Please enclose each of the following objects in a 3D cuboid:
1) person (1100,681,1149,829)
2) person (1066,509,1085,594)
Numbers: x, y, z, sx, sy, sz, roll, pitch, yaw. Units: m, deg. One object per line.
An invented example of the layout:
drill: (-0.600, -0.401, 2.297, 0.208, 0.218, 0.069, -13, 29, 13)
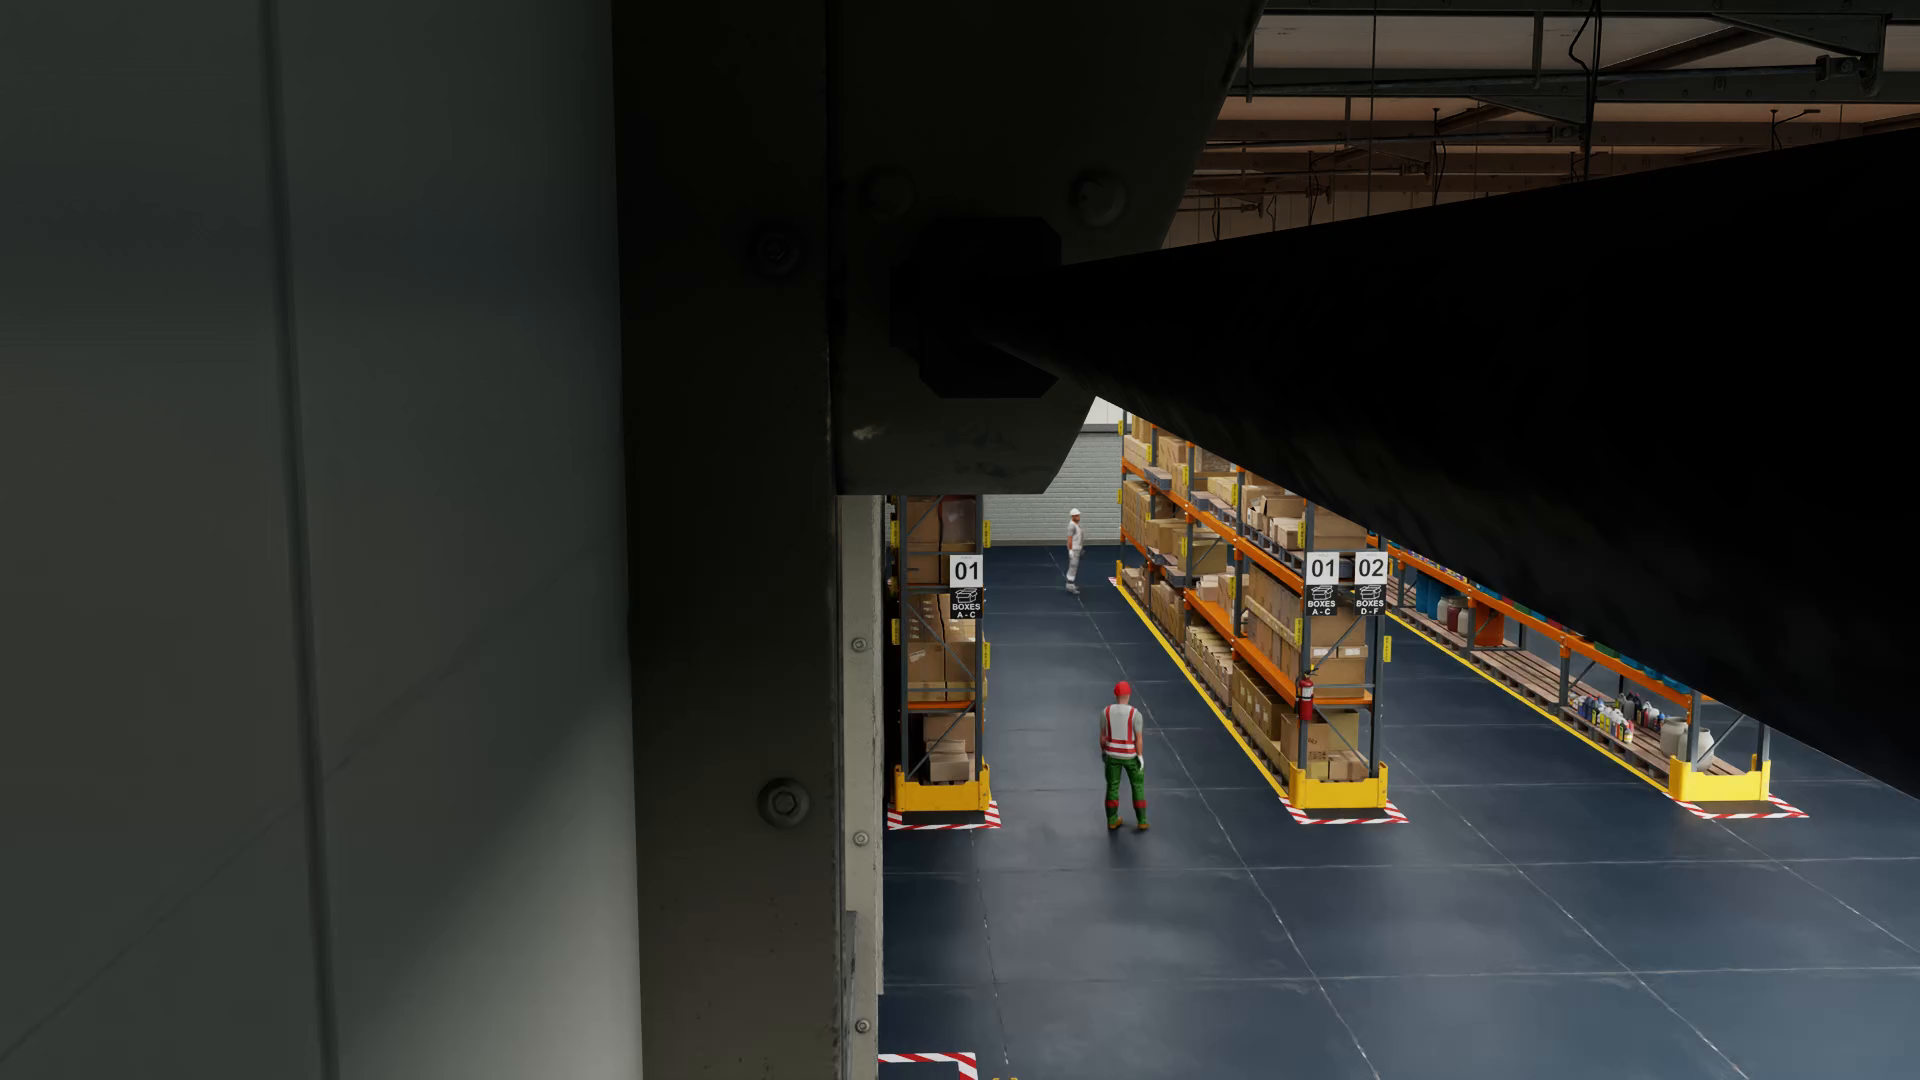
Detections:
person: (1.956, 2.559, 19.786, 0.583, 1.819, 0.452, 3, 9, 19)
person: (2.447, 0.230, 35.466, 0.378, 1.821, 0.631, 2, 9, 16)
